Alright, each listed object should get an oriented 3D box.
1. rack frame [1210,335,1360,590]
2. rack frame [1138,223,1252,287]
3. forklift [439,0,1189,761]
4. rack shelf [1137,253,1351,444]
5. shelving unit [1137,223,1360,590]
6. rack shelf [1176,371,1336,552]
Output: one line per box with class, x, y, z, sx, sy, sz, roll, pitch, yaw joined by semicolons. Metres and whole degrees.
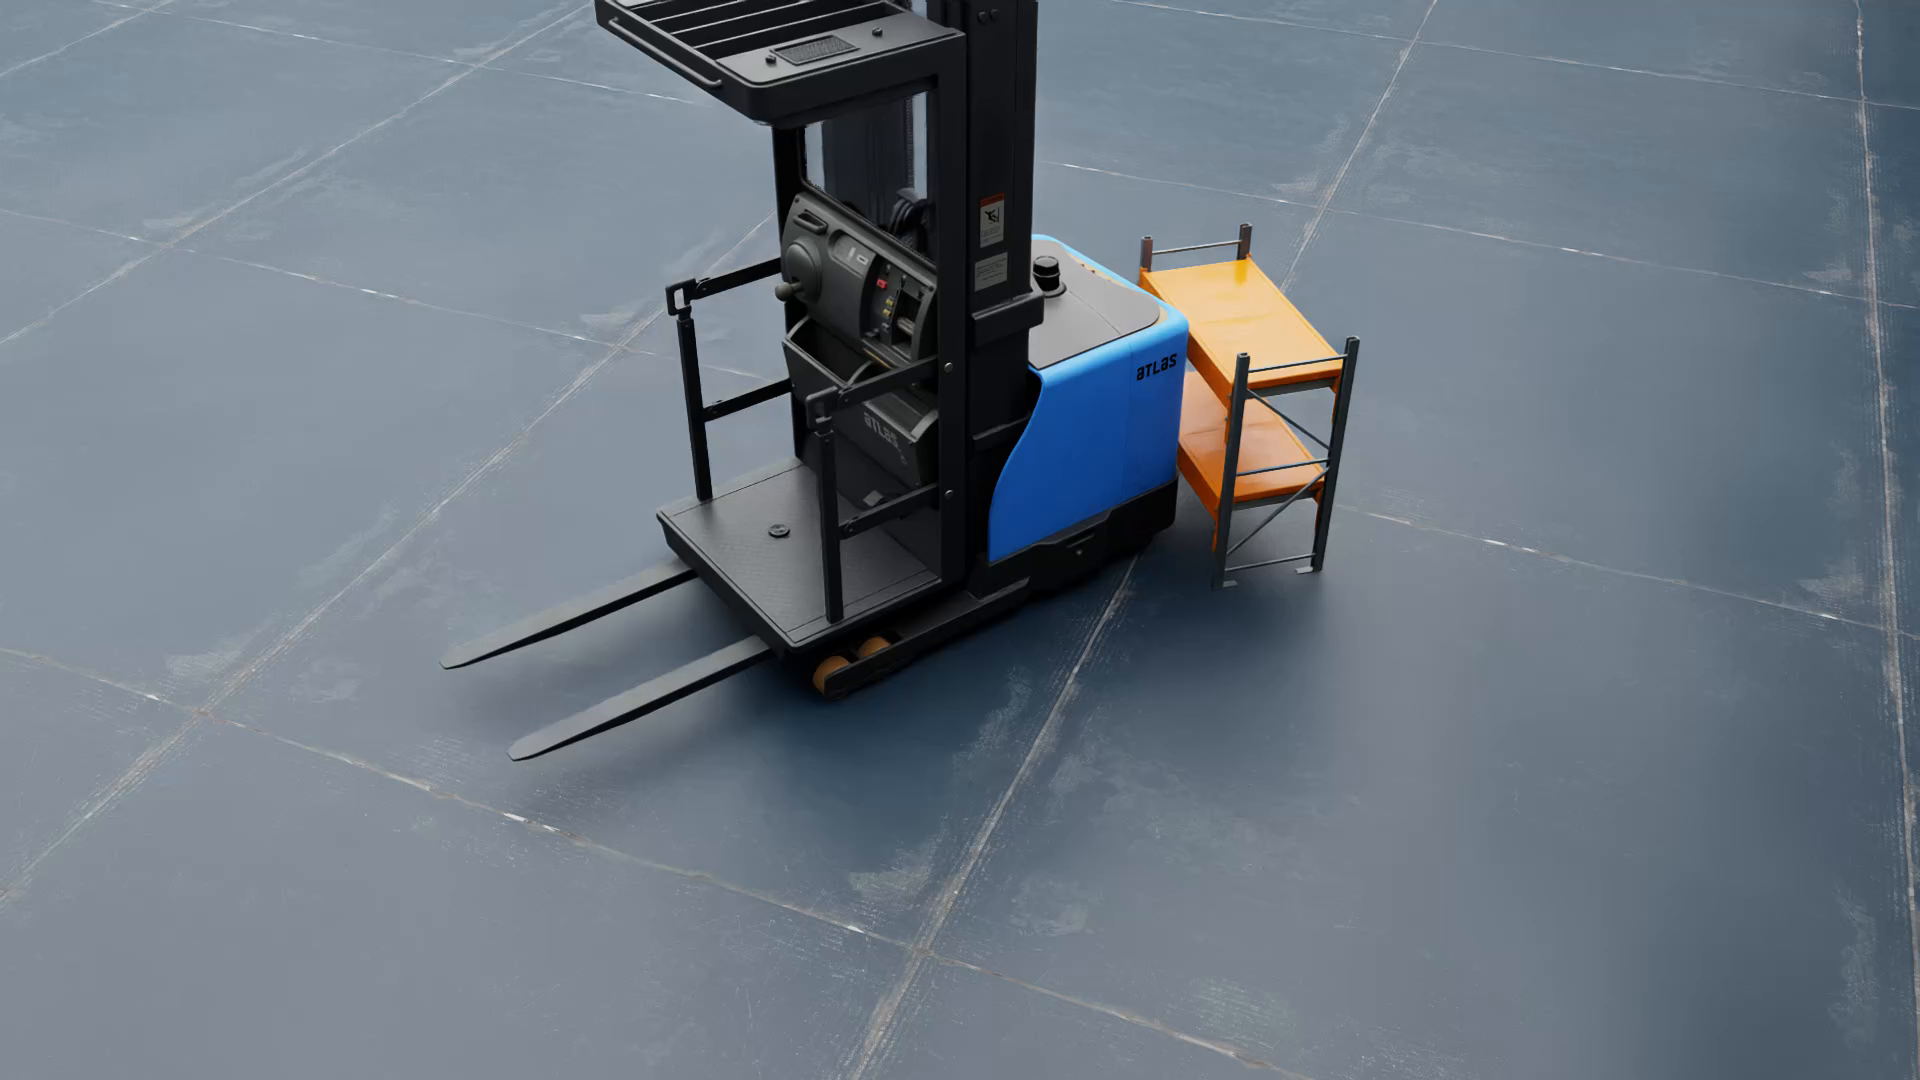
rack frame;1.298;-0.291;6.700;0.500;1.125;0.032;-10;38;-13
rack frame;1.020;-0.877;7.484;0.500;1.125;0.032;-10;38;-13
forklift;-0.551;-0.919;6.031;3.031;2.935;1.130;-24;43;-28
rack shelf;1.159;-0.819;6.917;0.538;0.278;1.000;-10;38;-13
shelving unit;1.159;-0.584;7.092;0.538;1.125;1.048;-10;38;-13
rack shelf;1.159;-0.388;7.238;0.538;0.278;1.000;-10;38;-13
